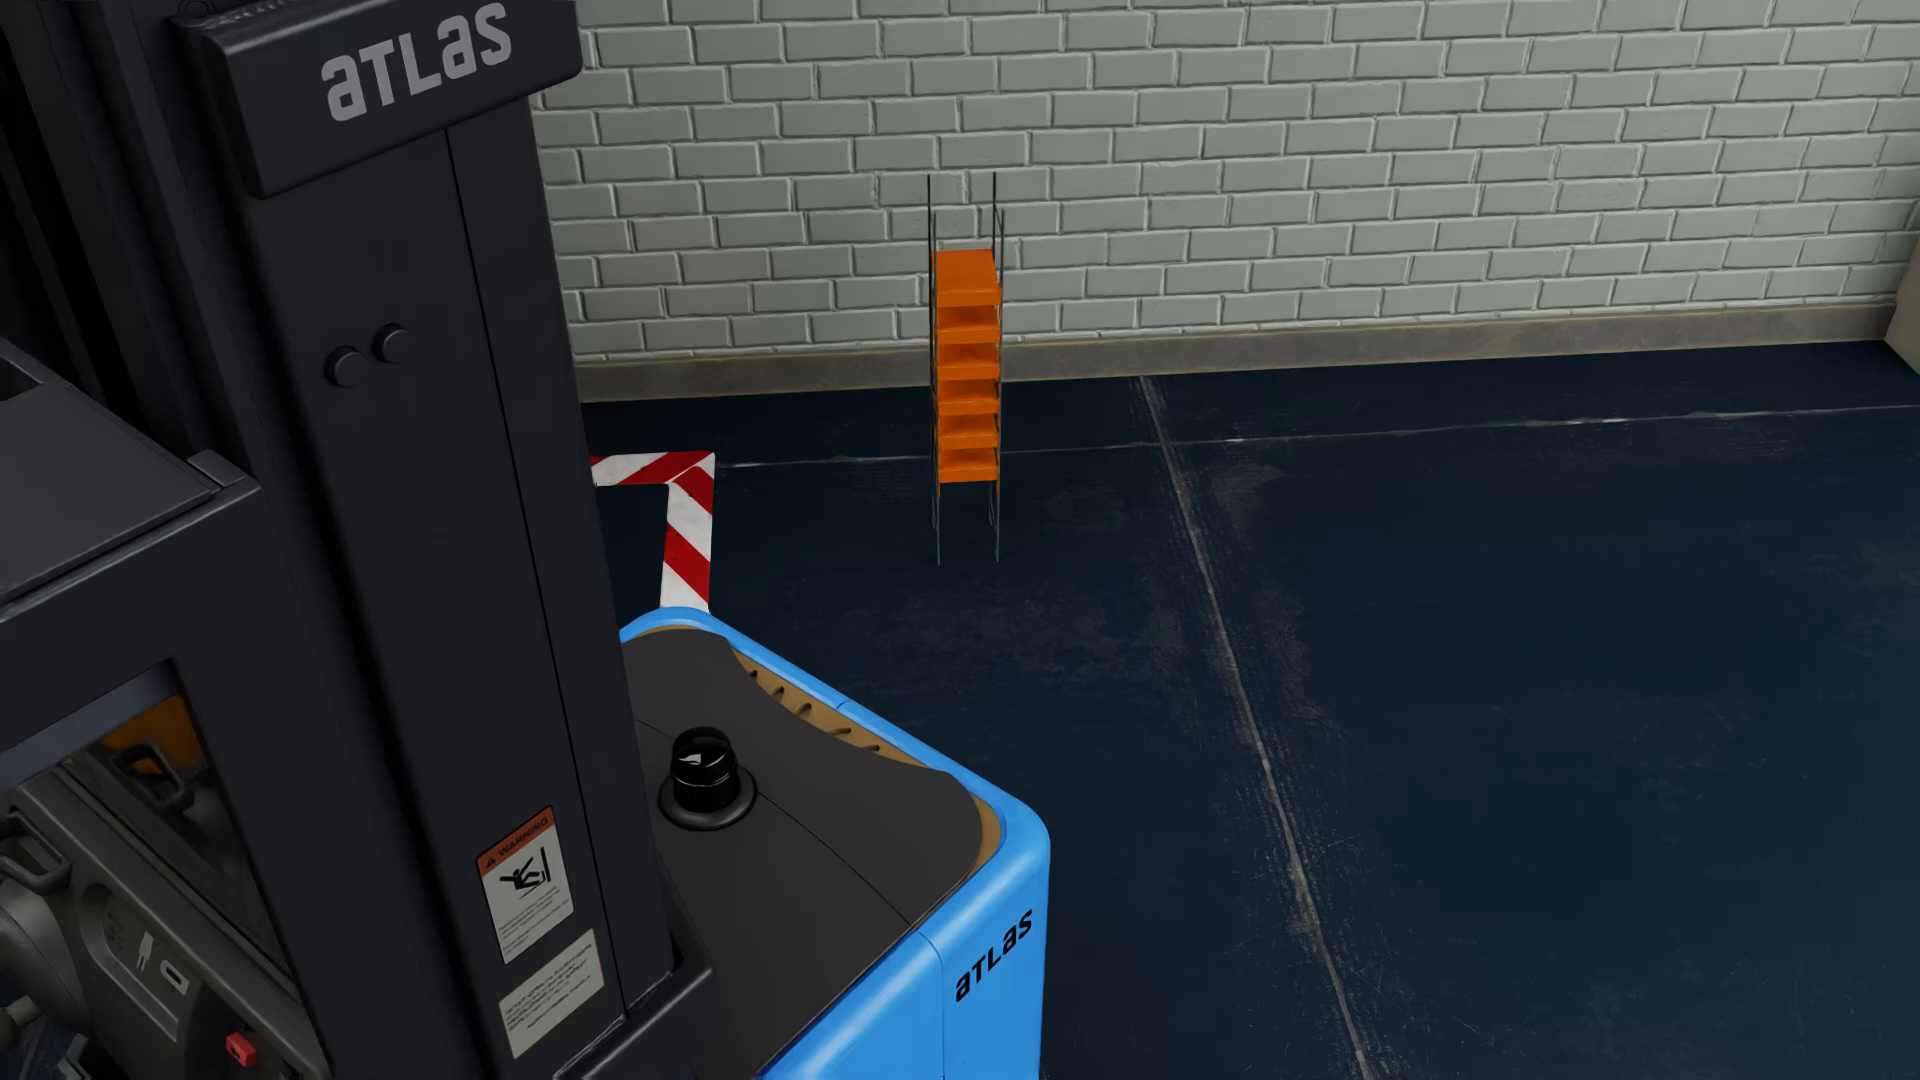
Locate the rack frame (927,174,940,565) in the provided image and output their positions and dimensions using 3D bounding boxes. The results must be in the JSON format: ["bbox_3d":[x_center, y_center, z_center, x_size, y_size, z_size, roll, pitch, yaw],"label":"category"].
[{"bbox_3d":[-0.077,-0.467,4.873,0.006,1.200,0.240,-3,38,-4],"label":"rack frame"}]

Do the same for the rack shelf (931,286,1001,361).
[{"bbox_3d":[0.014,-0.625,4.758,0.180,0.103,0.258,-3,38,-4],"label":"rack shelf"}]

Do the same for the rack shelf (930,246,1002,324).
[{"bbox_3d":[0.014,-0.720,4.684,0.180,0.103,0.258,-3,38,-4],"label":"rack shelf"}]

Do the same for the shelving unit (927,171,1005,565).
[{"bbox_3d":[0.014,-0.472,4.879,0.189,1.200,0.258,-3,38,-4],"label":"shelving unit"}]

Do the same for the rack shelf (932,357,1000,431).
[{"bbox_3d":[0.014,-0.437,4.907,0.180,0.103,0.258,-3,38,-4],"label":"rack shelf"}]

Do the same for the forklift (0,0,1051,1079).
[{"bbox_3d":[-1.153,0.694,2.004,1.130,2.935,3.031,27,46,30],"label":"forklift"}]

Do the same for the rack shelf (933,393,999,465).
[{"bbox_3d":[0.014,-0.343,4.981,0.180,0.103,0.258,-3,38,-4],"label":"rack shelf"}]

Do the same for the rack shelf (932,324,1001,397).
[{"bbox_3d":[0.014,-0.531,4.833,0.180,0.103,0.258,-3,38,-4],"label":"rack shelf"}]

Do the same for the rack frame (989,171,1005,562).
[{"bbox_3d":[0.106,-0.477,4.886,0.006,1.200,0.240,-3,38,-4],"label":"rack frame"}]

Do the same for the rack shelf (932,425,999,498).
[{"bbox_3d":[0.014,-0.249,5.056,0.180,0.103,0.258,-3,38,-4],"label":"rack shelf"}]
